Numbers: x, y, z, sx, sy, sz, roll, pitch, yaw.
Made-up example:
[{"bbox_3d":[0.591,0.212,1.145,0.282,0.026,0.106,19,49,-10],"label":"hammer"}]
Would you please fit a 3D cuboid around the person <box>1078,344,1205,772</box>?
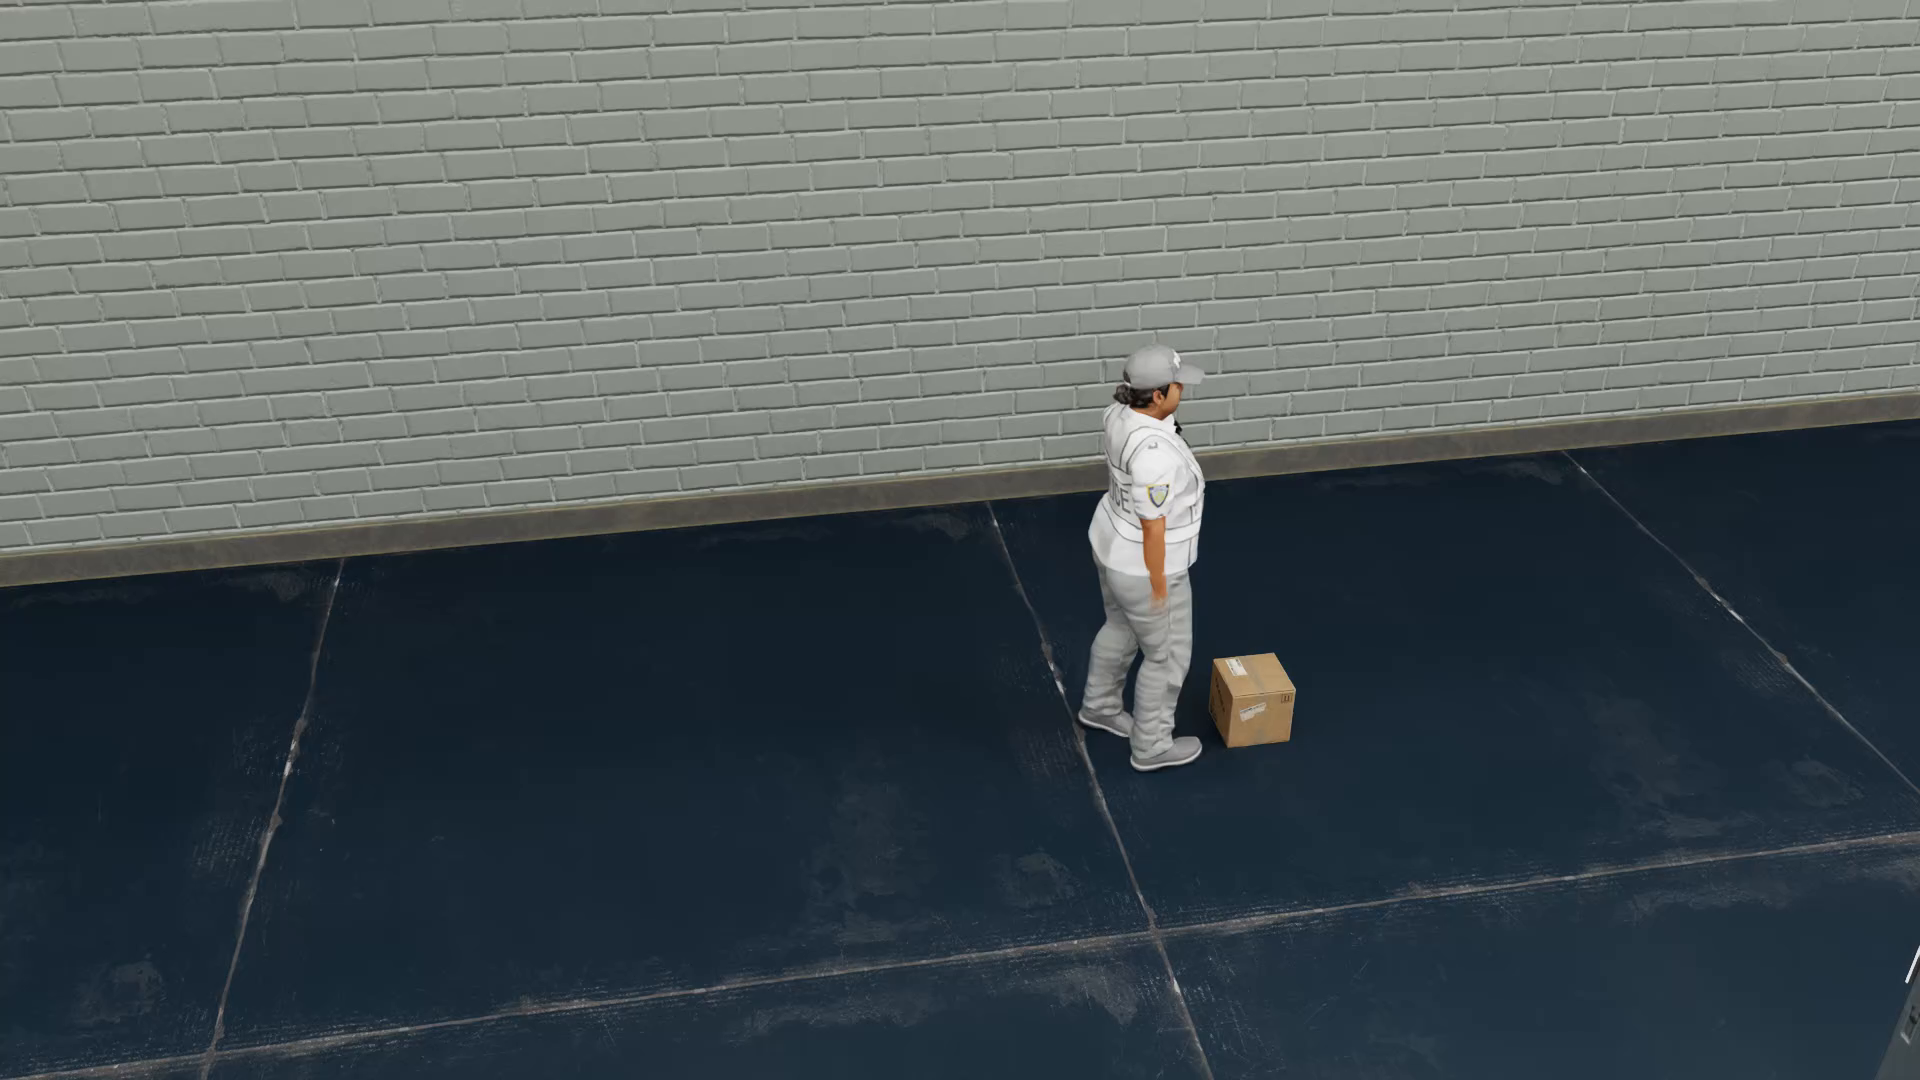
[{"bbox_3d":[0.693,0.066,6.036,0.435,1.673,0.470,-5,31,-9],"label":"person"}]
